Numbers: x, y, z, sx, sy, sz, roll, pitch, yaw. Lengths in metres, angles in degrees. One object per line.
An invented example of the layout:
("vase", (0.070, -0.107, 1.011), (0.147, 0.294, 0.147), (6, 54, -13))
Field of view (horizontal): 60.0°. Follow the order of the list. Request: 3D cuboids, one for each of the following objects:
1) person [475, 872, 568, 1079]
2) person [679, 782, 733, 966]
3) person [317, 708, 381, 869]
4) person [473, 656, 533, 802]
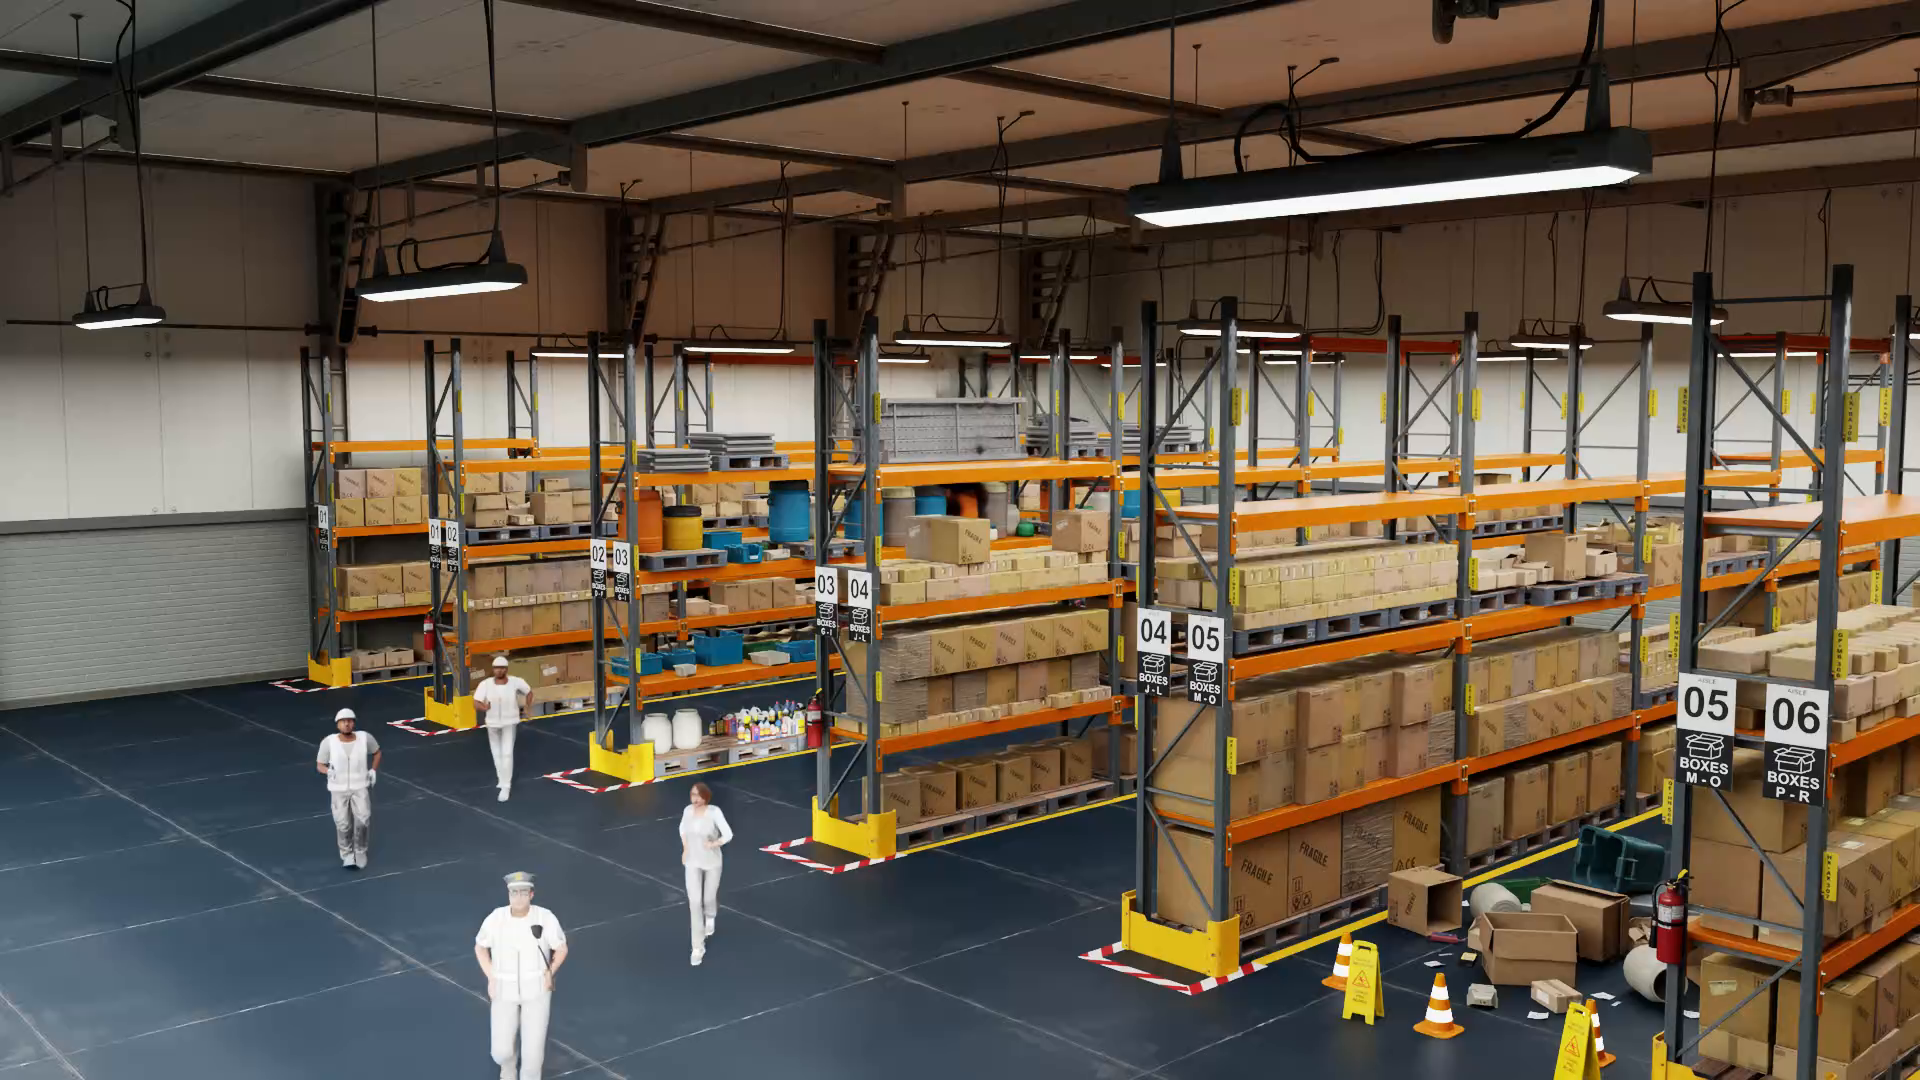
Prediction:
("person", (-3.171, 3.242, 12.001), (0.647, 1.733, 0.619), (-1, 5, -11))
("person", (-2.356, 3.017, 15.377), (0.525, 1.609, 0.819), (0, 5, 2))
("person", (-6.581, 2.705, 17.948), (0.662, 1.767, 0.633), (-2, 5, -21))
("person", (-5.883, 2.381, 21.331), (0.705, 1.789, 0.841), (0, 5, -2))
